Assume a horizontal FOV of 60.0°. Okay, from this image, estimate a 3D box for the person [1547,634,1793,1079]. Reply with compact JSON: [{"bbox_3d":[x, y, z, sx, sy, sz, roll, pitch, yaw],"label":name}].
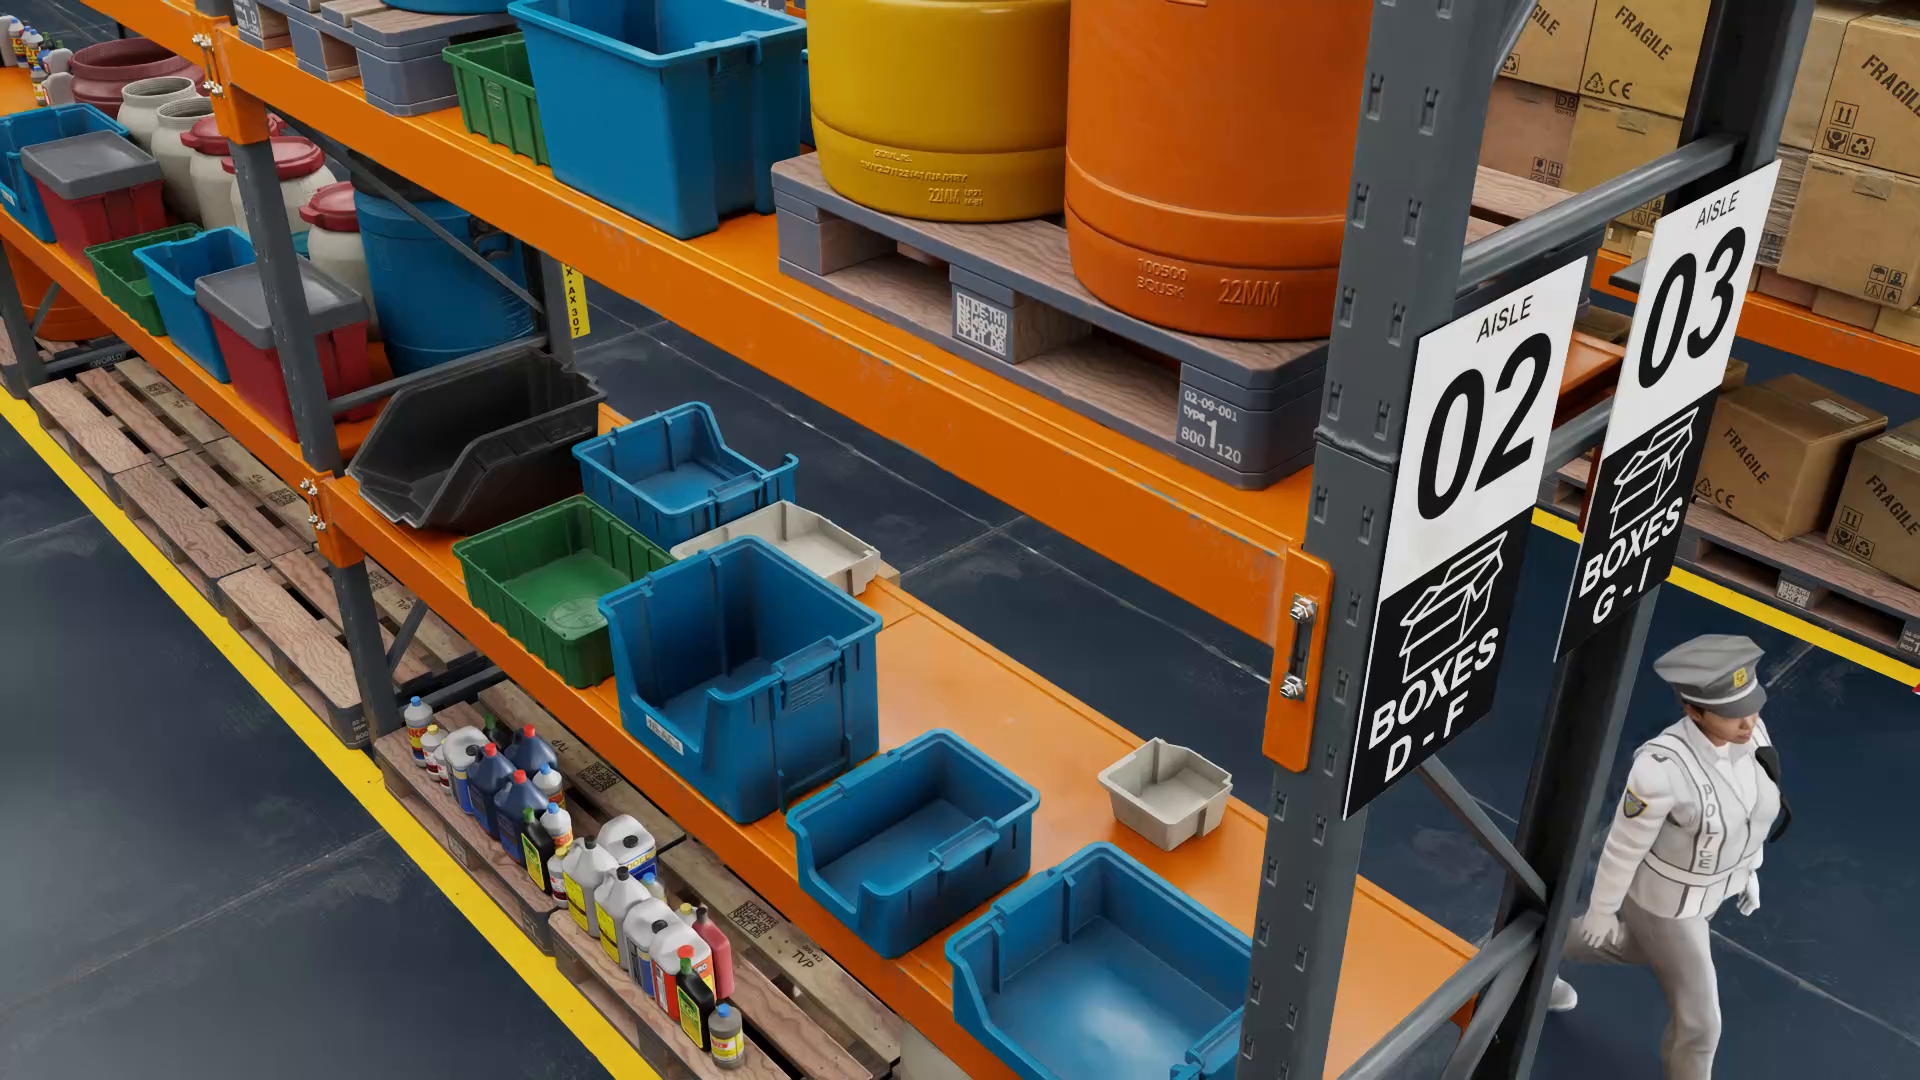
[{"bbox_3d":[1.981,0.934,4.617,0.505,1.637,0.942,-22,38,-31],"label":"person"}]
